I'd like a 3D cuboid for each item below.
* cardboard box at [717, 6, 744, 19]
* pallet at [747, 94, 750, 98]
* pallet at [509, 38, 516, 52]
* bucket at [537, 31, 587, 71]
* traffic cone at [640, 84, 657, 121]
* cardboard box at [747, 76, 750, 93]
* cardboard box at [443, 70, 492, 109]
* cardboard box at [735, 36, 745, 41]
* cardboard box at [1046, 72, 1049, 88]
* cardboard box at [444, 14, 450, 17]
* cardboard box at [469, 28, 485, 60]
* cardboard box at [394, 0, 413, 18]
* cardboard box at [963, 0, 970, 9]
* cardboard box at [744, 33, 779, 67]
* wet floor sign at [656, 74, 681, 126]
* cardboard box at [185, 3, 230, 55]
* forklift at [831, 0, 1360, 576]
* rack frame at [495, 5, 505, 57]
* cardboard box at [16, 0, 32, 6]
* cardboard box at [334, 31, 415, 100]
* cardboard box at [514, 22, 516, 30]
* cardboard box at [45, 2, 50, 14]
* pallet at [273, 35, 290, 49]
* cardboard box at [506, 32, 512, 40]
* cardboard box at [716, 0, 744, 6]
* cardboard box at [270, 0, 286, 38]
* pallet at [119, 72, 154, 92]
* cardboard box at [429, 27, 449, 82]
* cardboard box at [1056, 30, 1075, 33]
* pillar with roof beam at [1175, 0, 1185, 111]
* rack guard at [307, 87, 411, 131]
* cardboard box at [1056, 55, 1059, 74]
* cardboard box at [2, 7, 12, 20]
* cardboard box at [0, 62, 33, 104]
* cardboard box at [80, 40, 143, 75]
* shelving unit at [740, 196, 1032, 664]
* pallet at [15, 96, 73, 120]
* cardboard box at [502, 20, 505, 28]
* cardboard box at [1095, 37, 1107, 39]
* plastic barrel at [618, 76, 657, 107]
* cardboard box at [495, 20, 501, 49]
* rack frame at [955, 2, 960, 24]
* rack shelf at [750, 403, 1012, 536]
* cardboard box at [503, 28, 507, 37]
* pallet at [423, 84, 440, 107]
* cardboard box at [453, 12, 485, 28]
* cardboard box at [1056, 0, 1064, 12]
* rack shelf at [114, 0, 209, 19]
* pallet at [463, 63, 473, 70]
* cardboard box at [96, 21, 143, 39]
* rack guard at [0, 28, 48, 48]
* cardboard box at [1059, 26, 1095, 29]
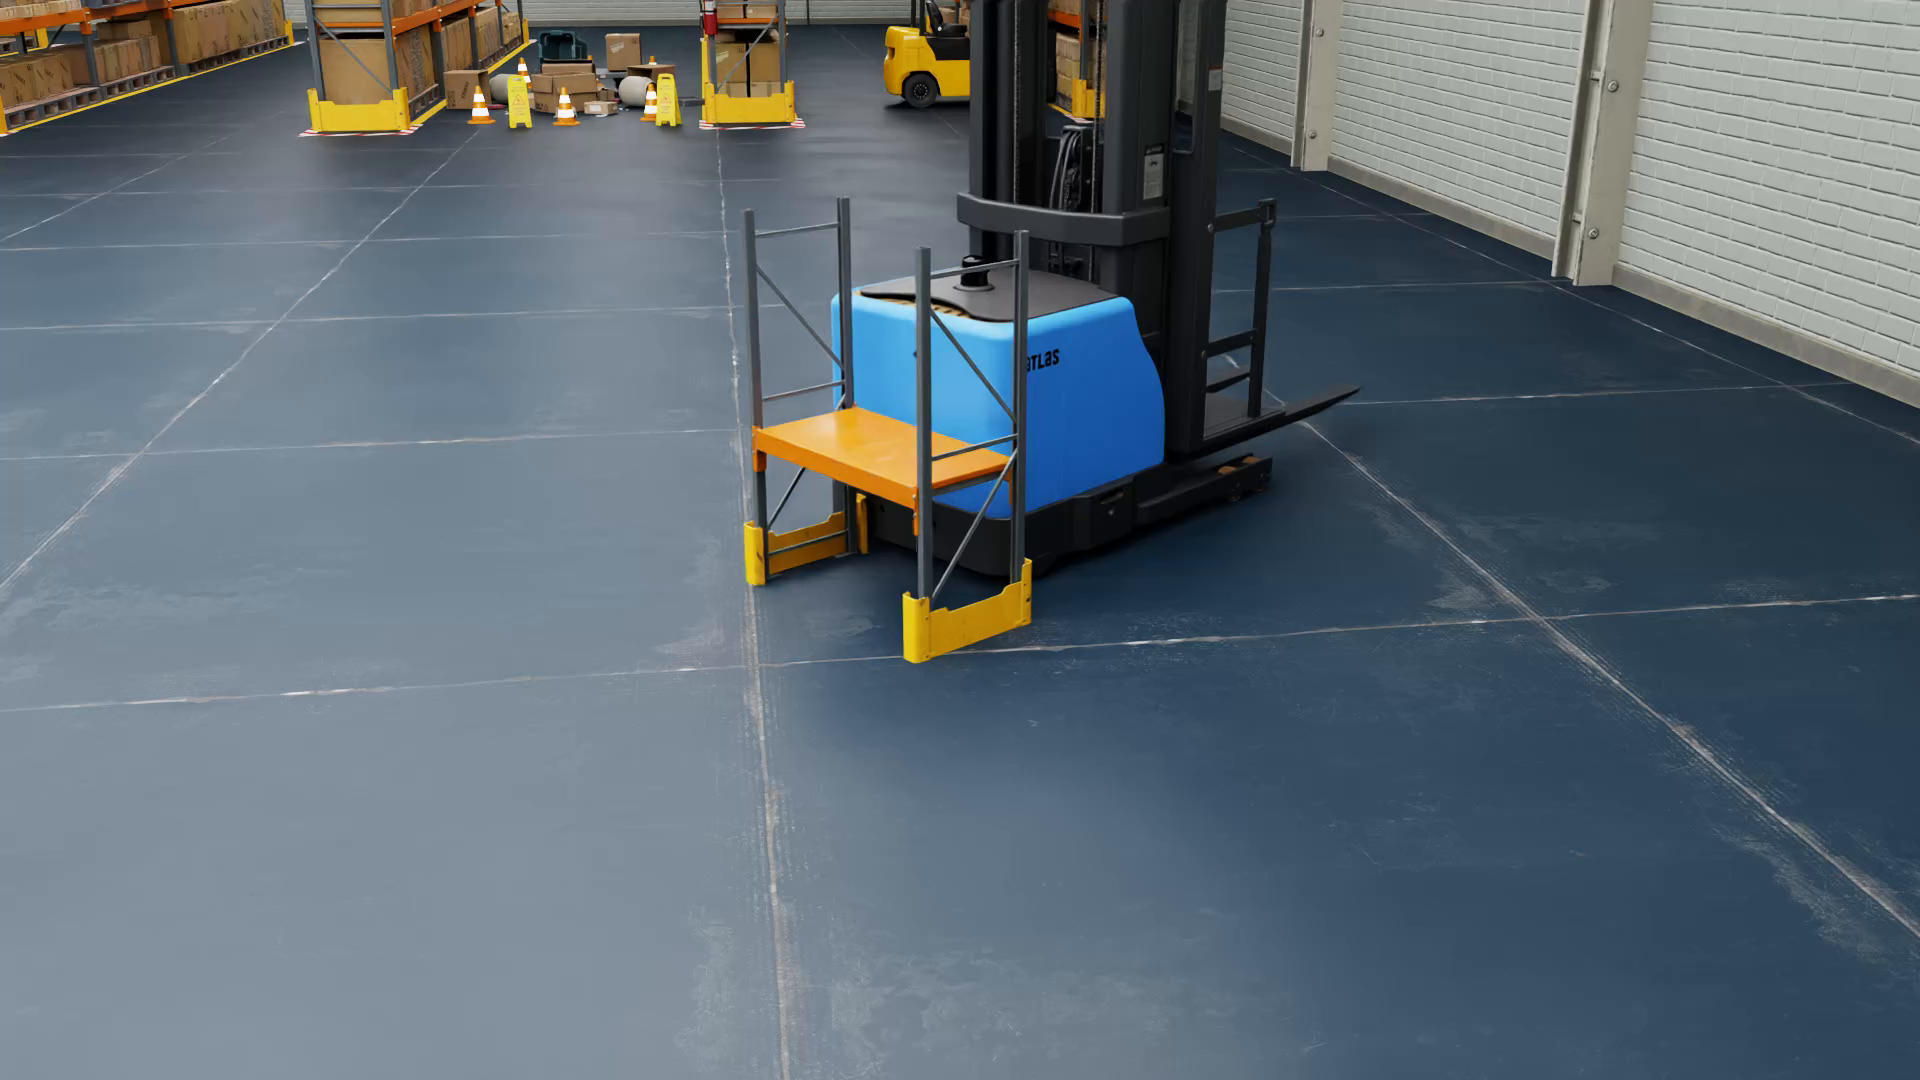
[{"bbox_3d":[-3.048,-6.966,21.939,0.380,0.149,0.250,-2,21,-6],"label":"cardboard box"},{"bbox_3d":[-2.875,-5.968,22.894,1.003,0.211,1.213,-3,21,-8],"label":"pallet"},{"bbox_3d":[-9.707,-10.183,34.178,1.003,0.211,1.213,-3,21,-8],"label":"pallet"},{"bbox_3d":[-5.941,-7.313,25.015,0.726,0.611,0.620,4,11,11],"label":"bucket"},{"bbox_3d":[-4.121,-5.860,22.246,0.336,0.463,0.334,-3,21,-8],"label":"traffic cone"},{"bbox_3d":[-2.782,-6.532,23.748,0.500,0.250,0.500,-2,21,-4],"label":"cardboard box"},{"bbox_3d":[-7.003,-6.410,23.660,0.500,0.500,0.500,1,20,2],"label":"cardboard box"},{"bbox_3d":[-3.300,-6.845,23.513,0.500,0.500,0.500,-3,21,-9],"label":"cardboard box"},{"bbox_3d":[1.526,-6.797,24.457,0.500,0.250,0.500,-2,21,-6],"label":"cardboard box"},{"bbox_3d":[-9.177,-9.051,29.063,0.500,0.250,0.500,-3,21,-9],"label":"cardboard box"},{"bbox_3d":[-8.669,-8.734,29.285,0.500,0.500,0.500,-4,21,-10],"label":"cardboard box"},{"bbox_3d":[-7.821,-7.266,22.170,0.875,0.550,0.550,-3,21,-8],"label":"cardboard box"},{"bbox_3d":[0.273,-10.615,32.971,0.380,0.149,0.250,-4,21,-10],"label":"cardboard box"},{"bbox_3d":[-2.858,-7.066,24.106,0.500,0.500,0.500,-2,21,-5],"label":"cardboard box"},{"bbox_3d":[-3.814,-5.742,21.669,0.267,0.644,0.232,4,21,11],"label":"wet floor sign"},{"bbox_3d":[-14.077,-9.291,30.243,1.225,0.875,0.875,-4,21,-10],"label":"cardboard box"},{"bbox_3d":[0.822,-1.658,7.465,1.130,2.935,3.031,18,27,40],"label":"forklift"},{"bbox_3d":[-9.396,-10.835,31.939,1.000,3.000,0.127,-3,21,-8],"label":"rack frame"},{"bbox_3d":[-12.921,-7.359,22.065,0.875,0.500,0.500,-3,21,-8],"label":"cardboard box"},{"bbox_3d":[-7.958,-6.418,22.549,0.875,0.875,0.875,-3,21,-9],"label":"cardboard box"},{"bbox_3d":[-9.450,-10.694,34.610,0.380,0.149,0.250,-3,21,-7],"label":"cardboard box"},{"bbox_3d":[-12.788,-7.322,22.892,0.380,0.149,0.250,-3,21,-8],"label":"cardboard box"},{"bbox_3d":[-14.702,-10.426,34.829,1.003,0.211,1.213,-3,21,-8],"label":"pallet"},{"bbox_3d":[-9.357,-10.286,33.943,0.380,0.149,0.250,-3,21,-9],"label":"cardboard box"},{"bbox_3d":[-3.133,-7.325,21.974,0.500,0.500,0.500,-3,21,-9],"label":"cardboard box"},{"bbox_3d":[-14.724,-10.989,34.787,0.875,0.875,0.875,-3,21,-8],"label":"cardboard box"},{"bbox_3d":[-13.458,-7.237,26.290,1.003,0.211,1.213,-3,21,-8],"label":"pallet"},{"bbox_3d":[-8.421,-7.419,25.407,1.050,0.750,0.750,-3,21,-8],"label":"cardboard box"},{"bbox_3d":[1.459,-7.446,24.766,0.500,0.250,0.500,-2,21,-6],"label":"cardboard box"},{"bbox_3d":[-1.339,-10.096,21.387,9.100,9.000,0.400,-3,21,-8],"label":"pillar with roof beam"},{"bbox_3d":[-7.662,-5.501,21.230,1.175,0.500,0.348,-3,21,-8],"label":"rack guard"},{"bbox_3d":[1.593,-6.864,23.922,0.500,0.250,0.500,-3,21,-9],"label":"cardboard box"},{"bbox_3d":[-12.518,-6.806,21.509,0.380,0.149,0.250,-3,21,-8],"label":"cardboard box"},{"bbox_3d":[-12.854,-6.131,22.317,0.500,0.500,0.500,-1,21,-3],"label":"cardboard box"},{"bbox_3d":[-13.444,-7.652,26.360,0.700,0.500,0.500,-1,21,-3],"label":"cardboard box"},{"bbox_3d":[-0.298,-0.460,6.305,0.587,1.500,1.083,-17,27,-39],"label":"shelving unit"},{"bbox_3d":[-12.854,-5.890,22.684,1.003,0.211,1.213,-3,21,-8],"label":"pallet"},{"bbox_3d":[-9.221,-10.203,32.871,0.380,0.149,0.250,-2,21,-5],"label":"cardboard box"},{"bbox_3d":[2.172,-6.942,23.418,0.500,0.250,0.500,-3,21,-8],"label":"cardboard box"},{"bbox_3d":[-4.578,-6.397,23.738,0.512,0.421,0.421,12,24,30],"label":"plastic barrel"},{"bbox_3d":[-9.040,-9.617,31.651,0.500,0.500,0.500,-3,21,-9],"label":"cardboard box"},{"bbox_3d":[0.399,-11.371,33.375,1.000,3.000,0.127,-3,21,-8],"label":"rack frame"},{"bbox_3d":[-0.292,-0.289,6.361,0.538,0.185,1.000,-17,27,-39],"label":"rack shelf"},{"bbox_3d":[-9.131,-9.977,32.692,0.380,0.149,0.250,-2,21,-5],"label":"cardboard box"},{"bbox_3d":[-8.210,-6.492,24.296,1.003,0.211,1.213,-3,21,-8],"label":"pallet"},{"bbox_3d":[-8.752,-9.254,29.606,0.500,0.250,0.500,-3,21,-8],"label":"cardboard box"},{"bbox_3d":[1.659,-7.778,23.612,0.500,0.500,0.500,-3,21,-9],"label":"cardboard box"},{"bbox_3d":[-14.030,-9.591,29.635,1.077,0.370,4.000,-3,21,-8],"label":"rack shelf"},{"bbox_3d":[-8.780,-7.867,27.978,1.003,0.211,1.213,-3,21,-8],"label":"pallet"},{"bbox_3d":[-13.529,-8.208,26.777,0.500,0.250,0.500,-1,20,-2],"label":"cardboard box"},{"bbox_3d":[-19.813,-10.592,34.860,1.175,0.500,0.348,-3,21,-8],"label":"rack guard"},{"bbox_3d":[1.815,-7.818,25.762,0.500,0.250,0.500,-3,21,-7],"label":"cardboard box"}]
